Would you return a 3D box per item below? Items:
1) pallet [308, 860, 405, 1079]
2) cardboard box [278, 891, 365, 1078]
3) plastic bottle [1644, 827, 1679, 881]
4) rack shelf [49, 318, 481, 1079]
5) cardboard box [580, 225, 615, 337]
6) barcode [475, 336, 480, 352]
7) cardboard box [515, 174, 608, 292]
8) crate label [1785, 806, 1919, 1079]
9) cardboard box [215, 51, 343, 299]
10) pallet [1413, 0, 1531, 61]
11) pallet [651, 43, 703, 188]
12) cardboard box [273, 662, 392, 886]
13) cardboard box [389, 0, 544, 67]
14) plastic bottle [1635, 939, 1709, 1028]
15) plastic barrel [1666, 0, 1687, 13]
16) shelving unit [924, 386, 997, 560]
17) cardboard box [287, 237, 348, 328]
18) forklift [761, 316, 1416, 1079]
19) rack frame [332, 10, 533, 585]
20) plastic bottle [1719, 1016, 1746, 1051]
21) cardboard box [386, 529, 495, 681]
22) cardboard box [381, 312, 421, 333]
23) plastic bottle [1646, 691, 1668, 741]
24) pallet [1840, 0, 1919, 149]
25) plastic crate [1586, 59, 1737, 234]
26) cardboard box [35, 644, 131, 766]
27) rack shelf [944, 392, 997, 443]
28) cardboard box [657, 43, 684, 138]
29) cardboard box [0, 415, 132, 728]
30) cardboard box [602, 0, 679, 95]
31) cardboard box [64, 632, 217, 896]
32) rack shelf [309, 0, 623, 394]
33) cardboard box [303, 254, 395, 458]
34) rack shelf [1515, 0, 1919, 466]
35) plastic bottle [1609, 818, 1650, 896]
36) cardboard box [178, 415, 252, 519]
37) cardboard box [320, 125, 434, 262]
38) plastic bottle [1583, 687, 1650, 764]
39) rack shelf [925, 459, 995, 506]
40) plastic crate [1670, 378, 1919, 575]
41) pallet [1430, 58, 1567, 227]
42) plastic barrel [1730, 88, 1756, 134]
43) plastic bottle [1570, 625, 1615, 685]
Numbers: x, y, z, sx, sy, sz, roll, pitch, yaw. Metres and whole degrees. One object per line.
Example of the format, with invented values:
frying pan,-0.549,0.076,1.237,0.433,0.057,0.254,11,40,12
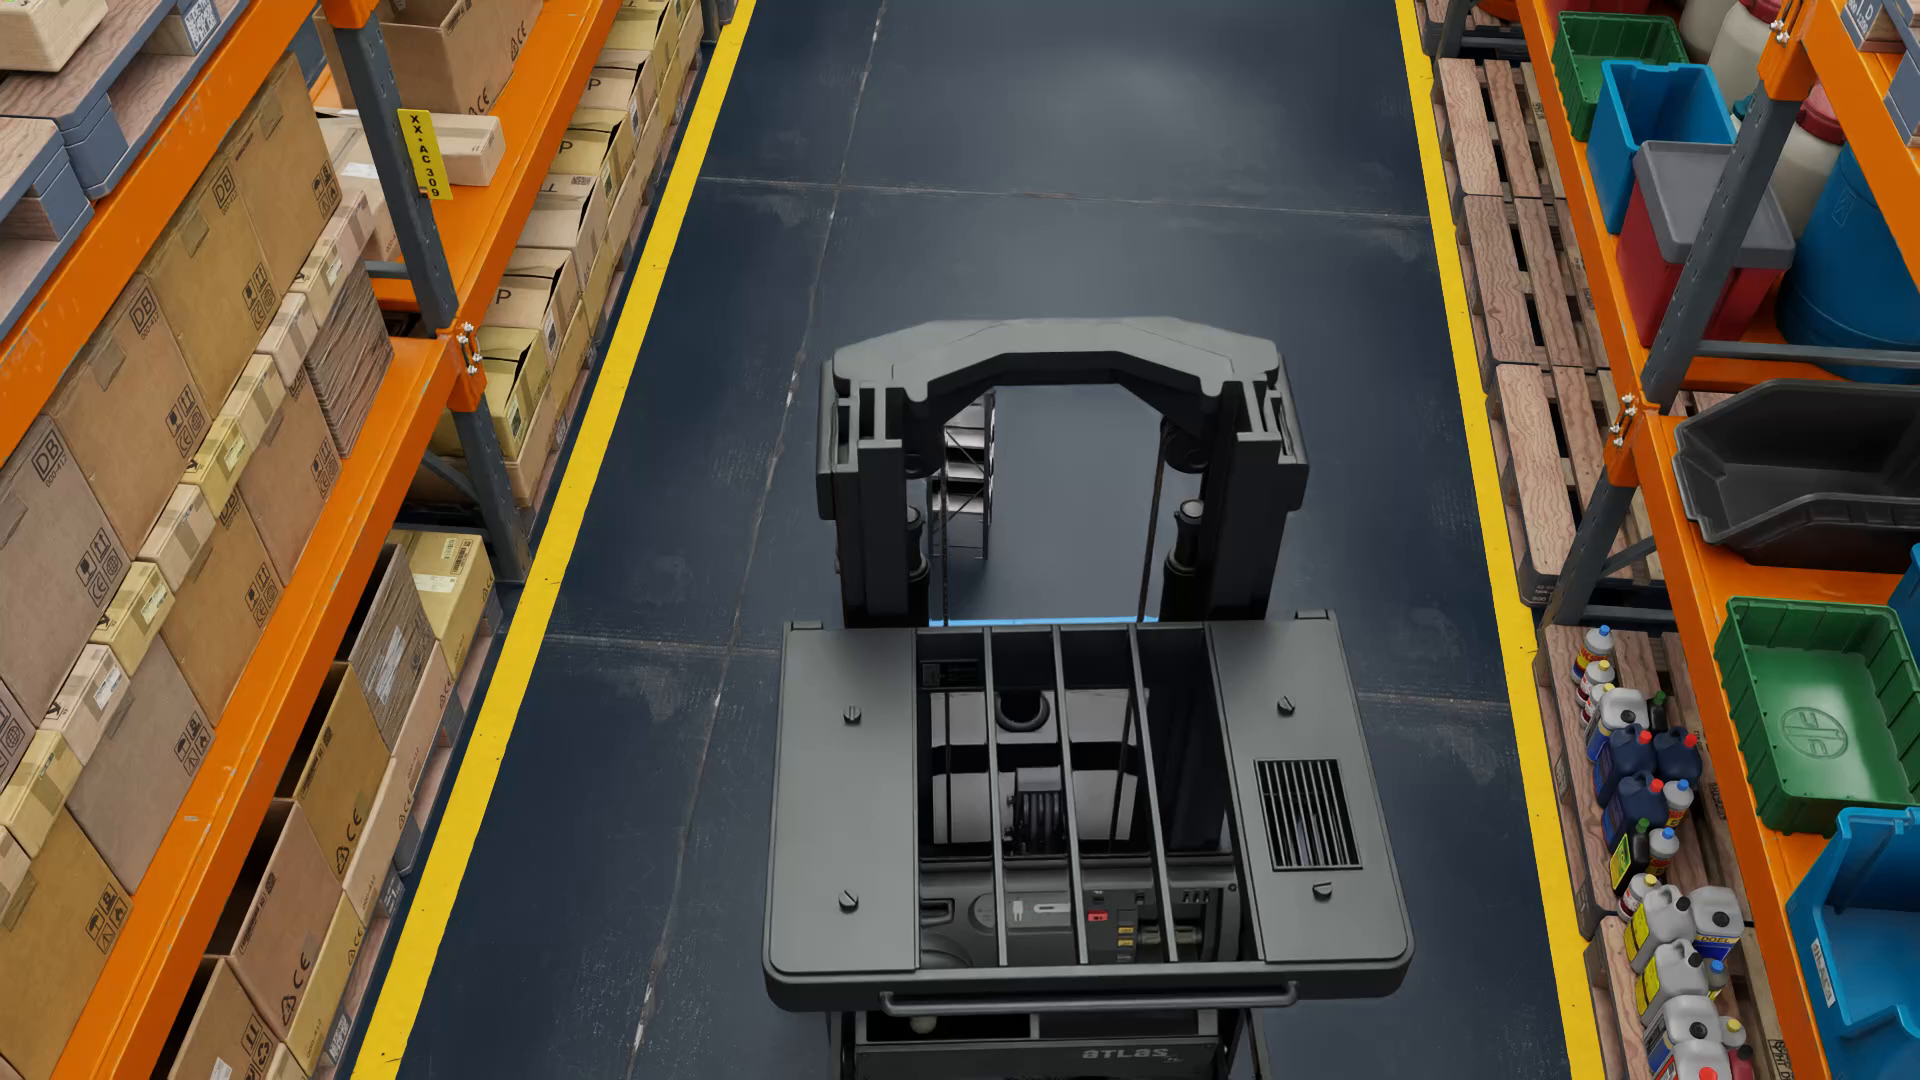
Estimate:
pallet,-2.438,1.509,5.227,1.003,0.211,1.213,4,48,4
cardboard box,-2.171,1.331,5.078,0.500,0.250,0.500,4,48,4
plastic bottle,2.237,1.010,5.344,0.097,0.271,0.097,0,48,0
rack shelf,-2.397,0.800,4.473,1.077,0.370,4.000,4,48,4
cardboard box,-1.839,-1.163,7.359,0.500,0.250,0.500,3,48,2
barcode,-1.777,-0.701,6.104,0.001,0.075,0.075,4,48,4
cardboard box,-1.832,-1.351,7.151,0.500,0.311,0.500,2,48,2
crate label,2.251,0.980,3.797,0.502,0.435,0.616,4,48,4
cardboard box,-2.249,-1.058,4.738,0.700,0.500,0.500,4,48,4
pallet,3.112,-3.157,9.495,1.003,0.211,1.213,4,48,4
pallet,-1.964,-2.309,8.719,1.003,0.211,1.213,4,48,4
cardboard box,-2.138,0.710,5.138,0.500,0.500,0.500,4,48,4
cardboard box,-2.035,-2.265,6.721,0.500,0.500,0.500,4,48,4
plastic bottle,2.158,1.322,5.006,0.144,0.351,0.185,6,48,5
plastic barrel,3.163,-2.474,6.904,0.421,0.512,0.421,0,48,0
shelving unit,0.001,-0.310,6.423,0.258,0.900,0.210,4,48,4
cardboard box,-2.051,-0.770,4.914,0.380,0.149,0.250,3,48,3
forklift,0.204,1.065,3.790,1.130,2.935,3.031,-1,48,-1
rack frame,-2.215,-0.913,5.552,1.000,3.000,0.127,4,48,4
plastic bottle,2.273,1.489,4.954,0.097,0.201,0.097,0,48,0
cardboard box,-2.040,0.229,6.087,0.500,0.250,0.500,4,48,4
cardboard box,-2.422,-1.015,6.845,0.500,0.311,0.500,5,48,5
plastic bottle,2.356,0.642,5.673,0.061,0.283,0.133,4,48,4
pallet,2.749,-0.989,3.717,1.213,0.211,1.003,4,48,4
plastic crate,2.508,-1.403,6.011,0.392,0.384,0.575,4,48,4
cardboard box,-2.188,0.370,3.871,0.380,0.149,0.250,4,48,4
rack shelf,0.001,-0.469,6.249,0.258,0.077,0.200,4,48,4
cardboard box,-1.699,-2.284,8.385,0.500,0.250,0.500,3,48,3
cardboard box,-2.386,0.048,3.726,0.700,0.500,0.500,4,48,4
cardboard box,-1.694,-2.471,8.176,0.500,0.311,0.500,3,48,3
cardboard box,-2.386,0.513,4.180,0.700,0.500,0.500,5,48,5
rack shelf,-2.033,-2.140,7.162,1.077,0.370,4.000,4,48,4
cardboard box,-2.249,-0.620,5.217,0.700,0.500,0.500,3,48,3
rack shelf,2.900,-1.804,6.855,1.077,0.370,4.000,4,48,4
plastic bottle,2.157,1.014,5.333,0.061,0.283,0.133,6,48,5
cardboard box,-2.121,-0.204,4.396,0.380,0.149,0.250,4,48,3
cardboard box,-2.214,-1.227,5.941,0.500,0.250,0.500,7,48,6
plastic bottle,2.250,0.638,5.681,0.152,0.276,0.135,5,48,5
rack shelf,0.001,-0.226,6.514,0.258,0.077,0.200,4,48,4
plastic crate,2.543,-0.180,4.924,0.767,0.338,0.504,4,48,4
pallet,2.973,-2.009,8.444,1.003,0.211,1.213,4,48,4
plastic barrel,2.991,-1.493,6.176,0.301,0.262,0.301,0,48,0
plastic bottle,2.252,0.400,5.902,0.097,0.271,0.097,0,48,0
